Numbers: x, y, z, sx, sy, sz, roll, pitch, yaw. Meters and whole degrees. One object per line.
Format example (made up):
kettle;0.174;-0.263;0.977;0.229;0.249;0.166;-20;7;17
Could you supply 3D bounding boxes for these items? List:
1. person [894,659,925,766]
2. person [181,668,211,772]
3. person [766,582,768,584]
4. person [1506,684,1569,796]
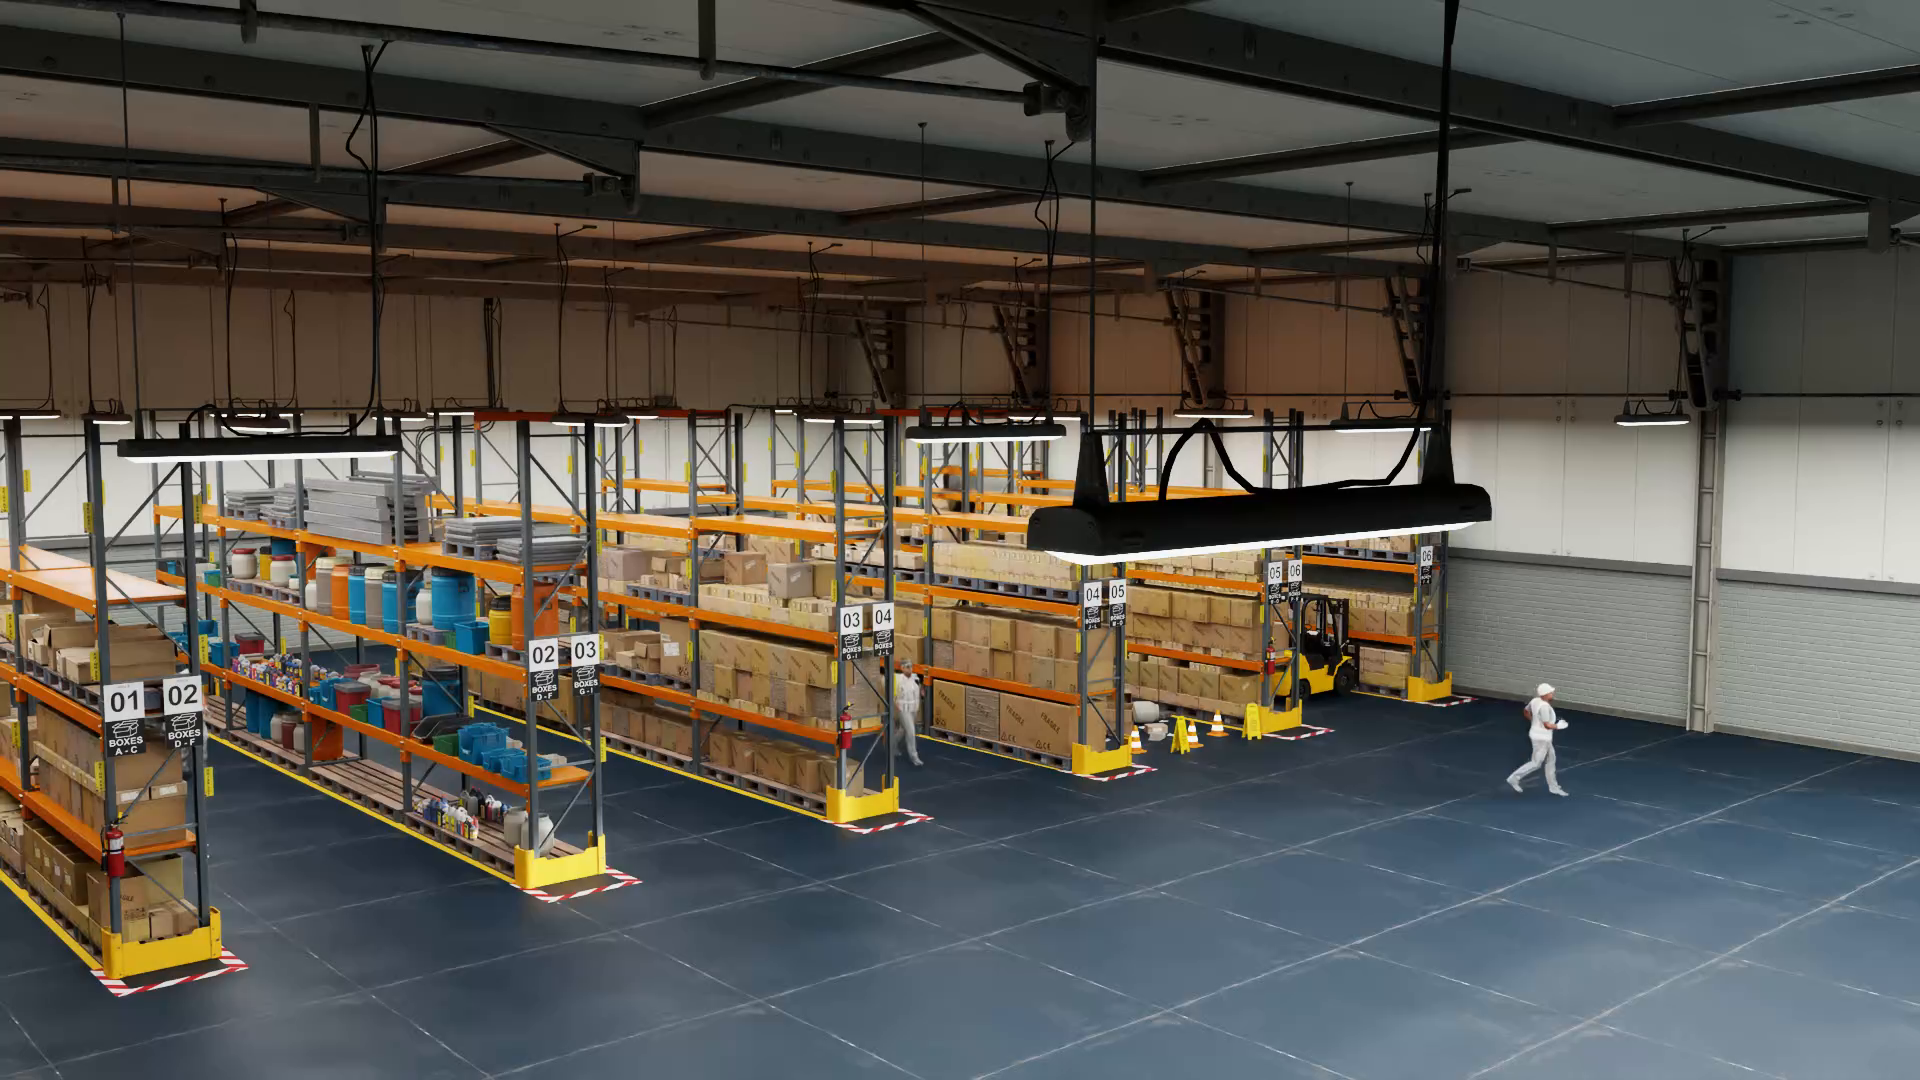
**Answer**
person;-0.918;2.930;28.676;0.910;1.818;0.640;4;7;42
person;-12.664;3.026;27.404;0.648;1.845;0.799;-4;7;-41
person;-5.110;1.595;44.620;0.511;1.669;0.713;0;5;3
person;9.089;3.142;26.133;0.997;1.793;0.694;1;5;8
